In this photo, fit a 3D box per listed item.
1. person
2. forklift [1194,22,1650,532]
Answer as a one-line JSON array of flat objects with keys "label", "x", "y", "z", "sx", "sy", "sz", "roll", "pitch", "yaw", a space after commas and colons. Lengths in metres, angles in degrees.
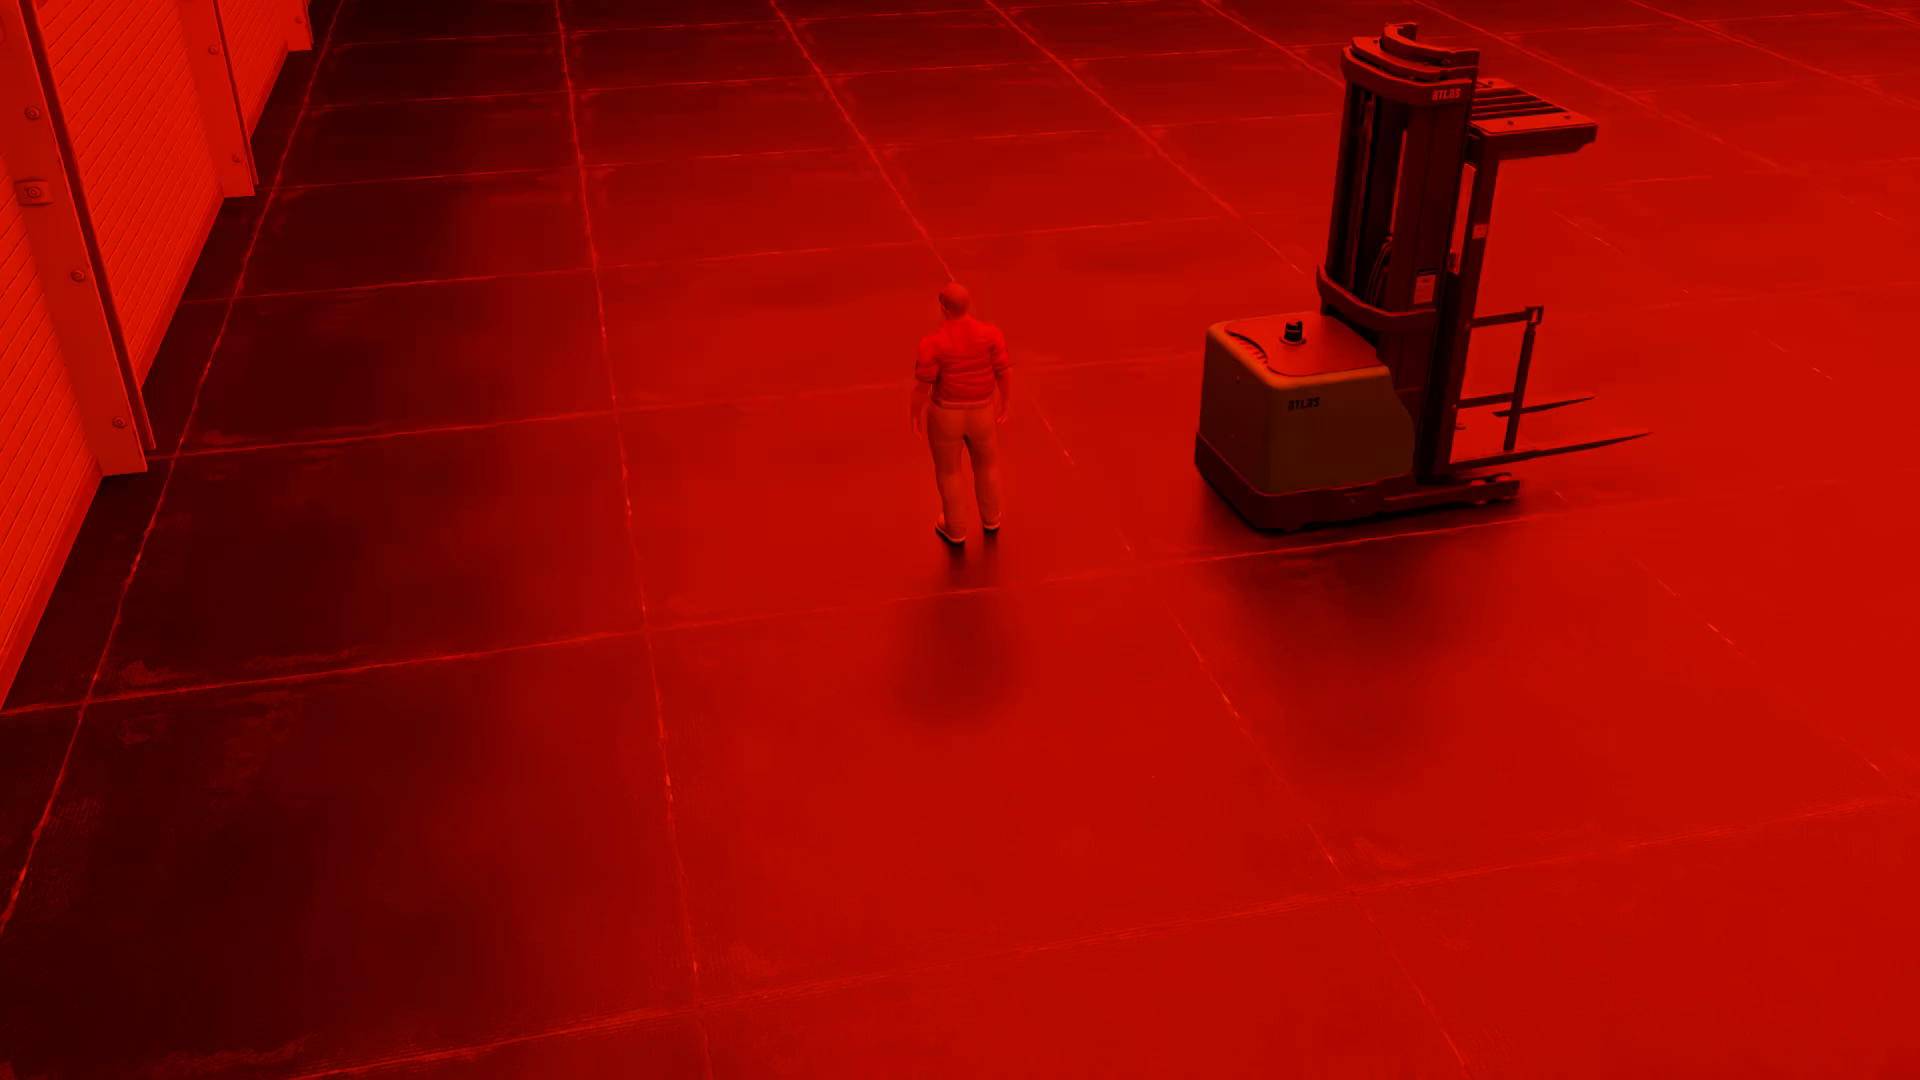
[{"label": "person", "x": -0.009, "y": -0.799, "z": 10.141, "sx": 0.640, "sy": 1.727, "sz": 0.551, "roll": -7, "pitch": 31, "yaw": -12}, {"label": "forklift", "x": 3.159, "y": -1.739, "z": 10.579, "sx": 3.031, "sy": 2.935, "sz": 1.130, "roll": -9, "pitch": 31, "yaw": -15}]
